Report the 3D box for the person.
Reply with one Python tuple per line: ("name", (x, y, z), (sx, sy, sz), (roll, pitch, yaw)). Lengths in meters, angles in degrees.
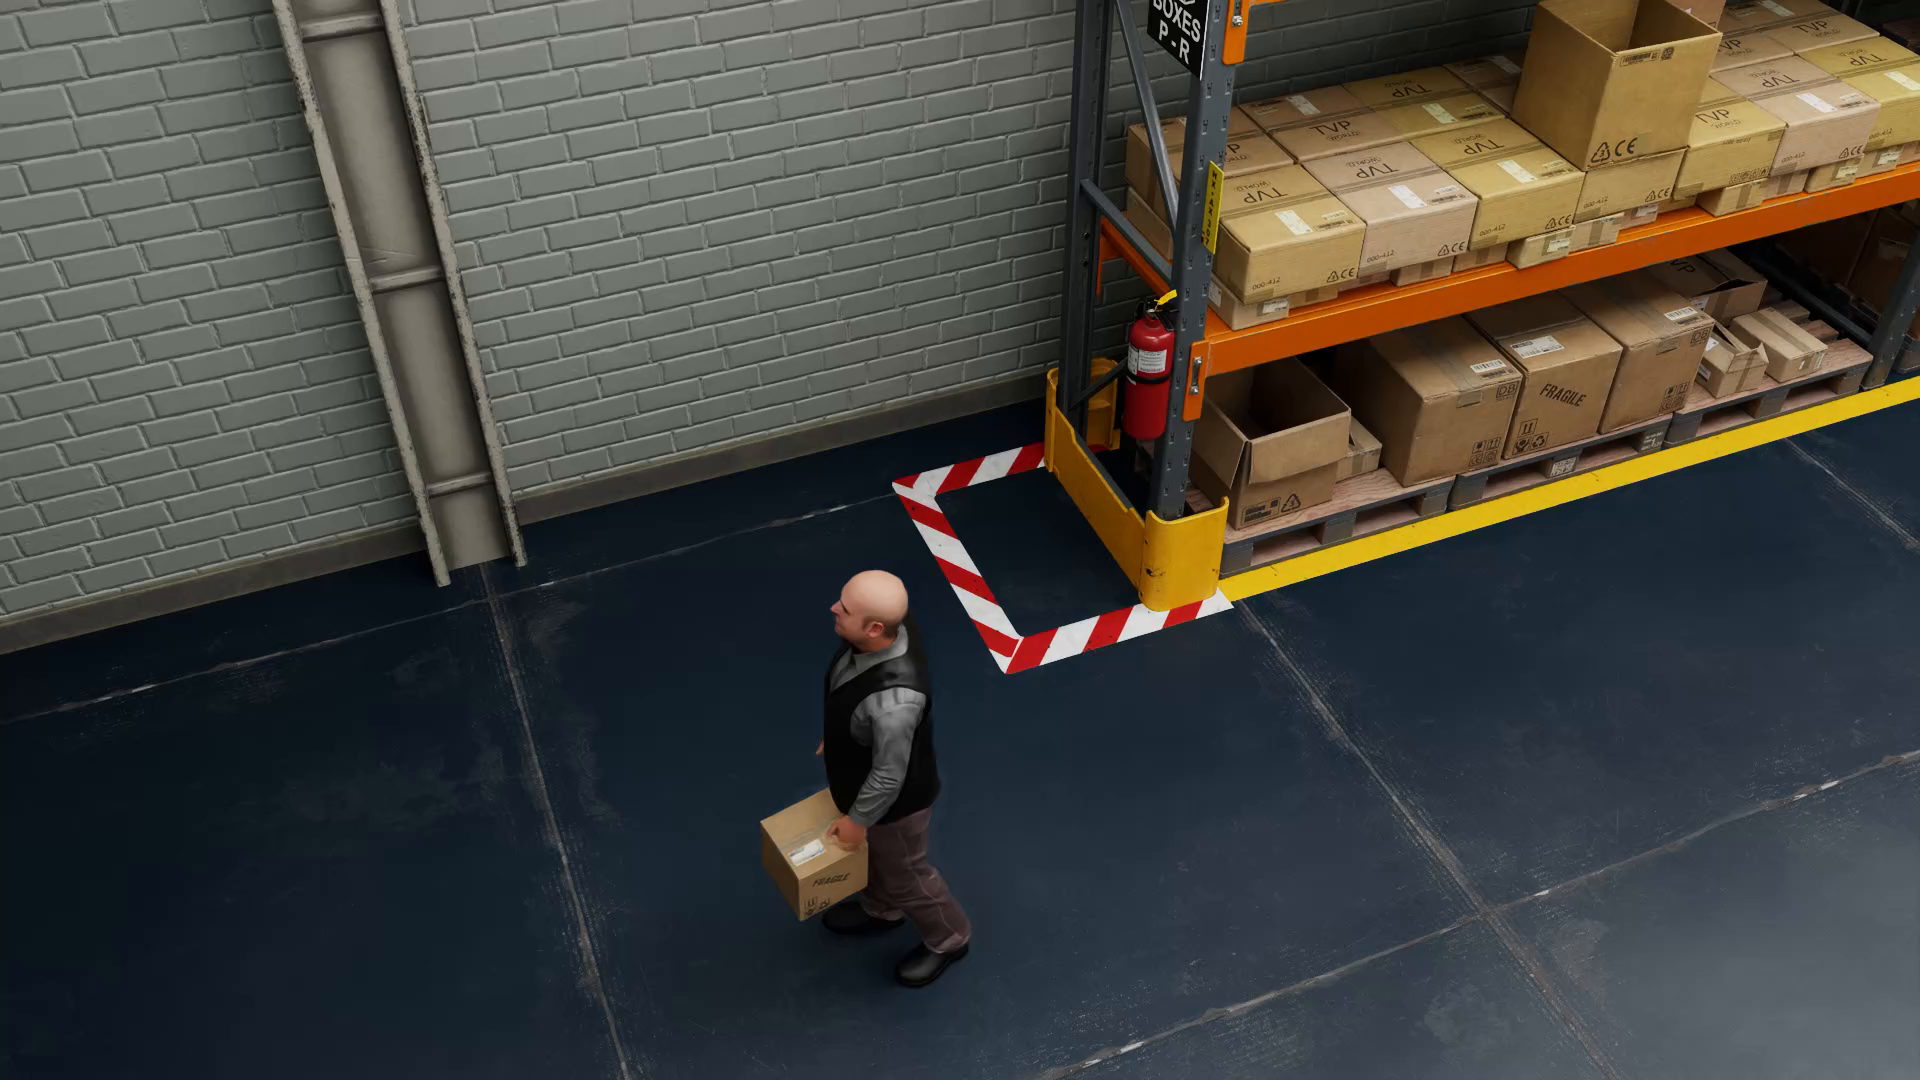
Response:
("person", (-0.223, 0.761, 5.318), (0.509, 1.721, 0.548), (-7, 42, -8))
